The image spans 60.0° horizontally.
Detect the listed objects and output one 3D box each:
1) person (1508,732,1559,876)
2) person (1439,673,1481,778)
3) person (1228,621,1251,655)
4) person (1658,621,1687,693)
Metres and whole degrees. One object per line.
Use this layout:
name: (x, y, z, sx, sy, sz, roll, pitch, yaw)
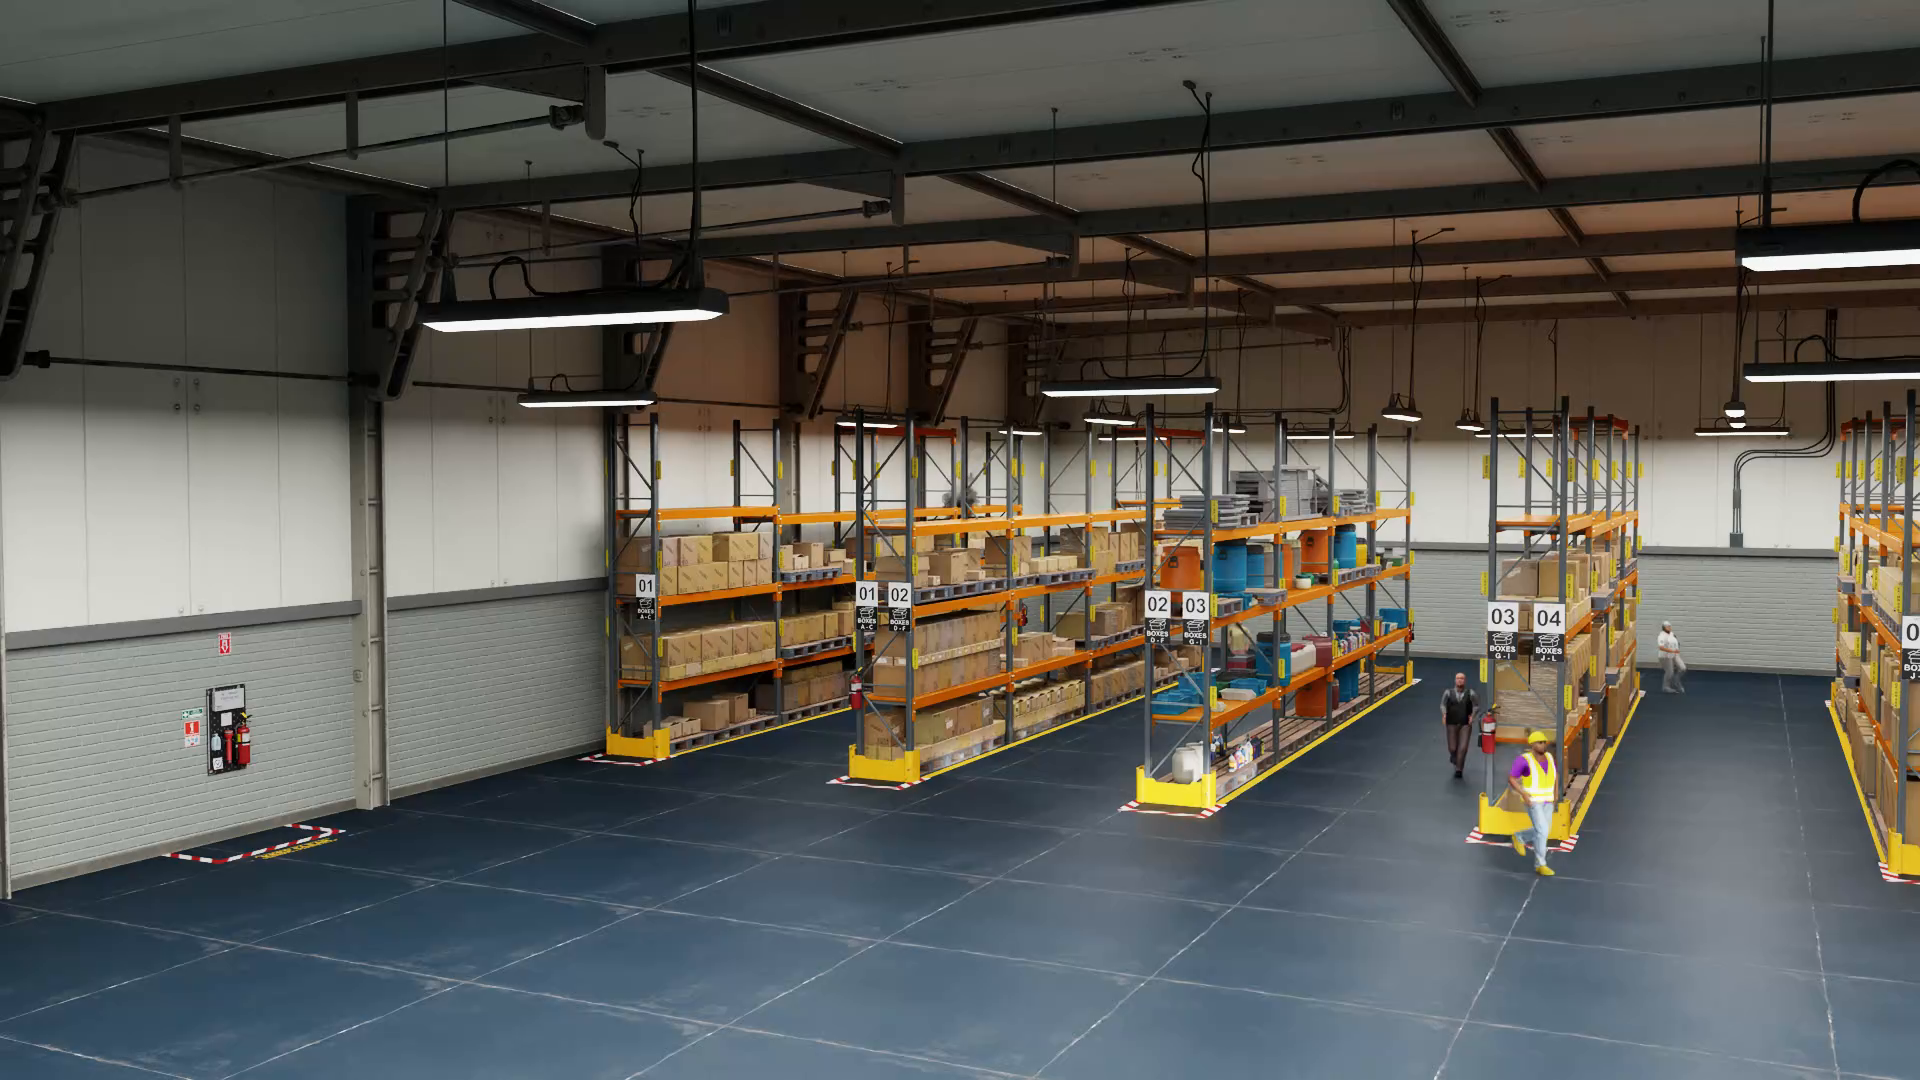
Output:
person: (7.172, 3.251, 20.781, 0.695, 1.754, 0.784, -1, 3, -21)
person: (8.183, 3.021, 27.215, 0.658, 1.678, 0.678, 1, 3, 19)
person: (6.416, 2.561, 38.460, 0.588, 1.627, 0.557, 1, 2, 16)
person: (15.868, 2.618, 37.160, 0.610, 1.604, 0.638, -1, 3, -23)
